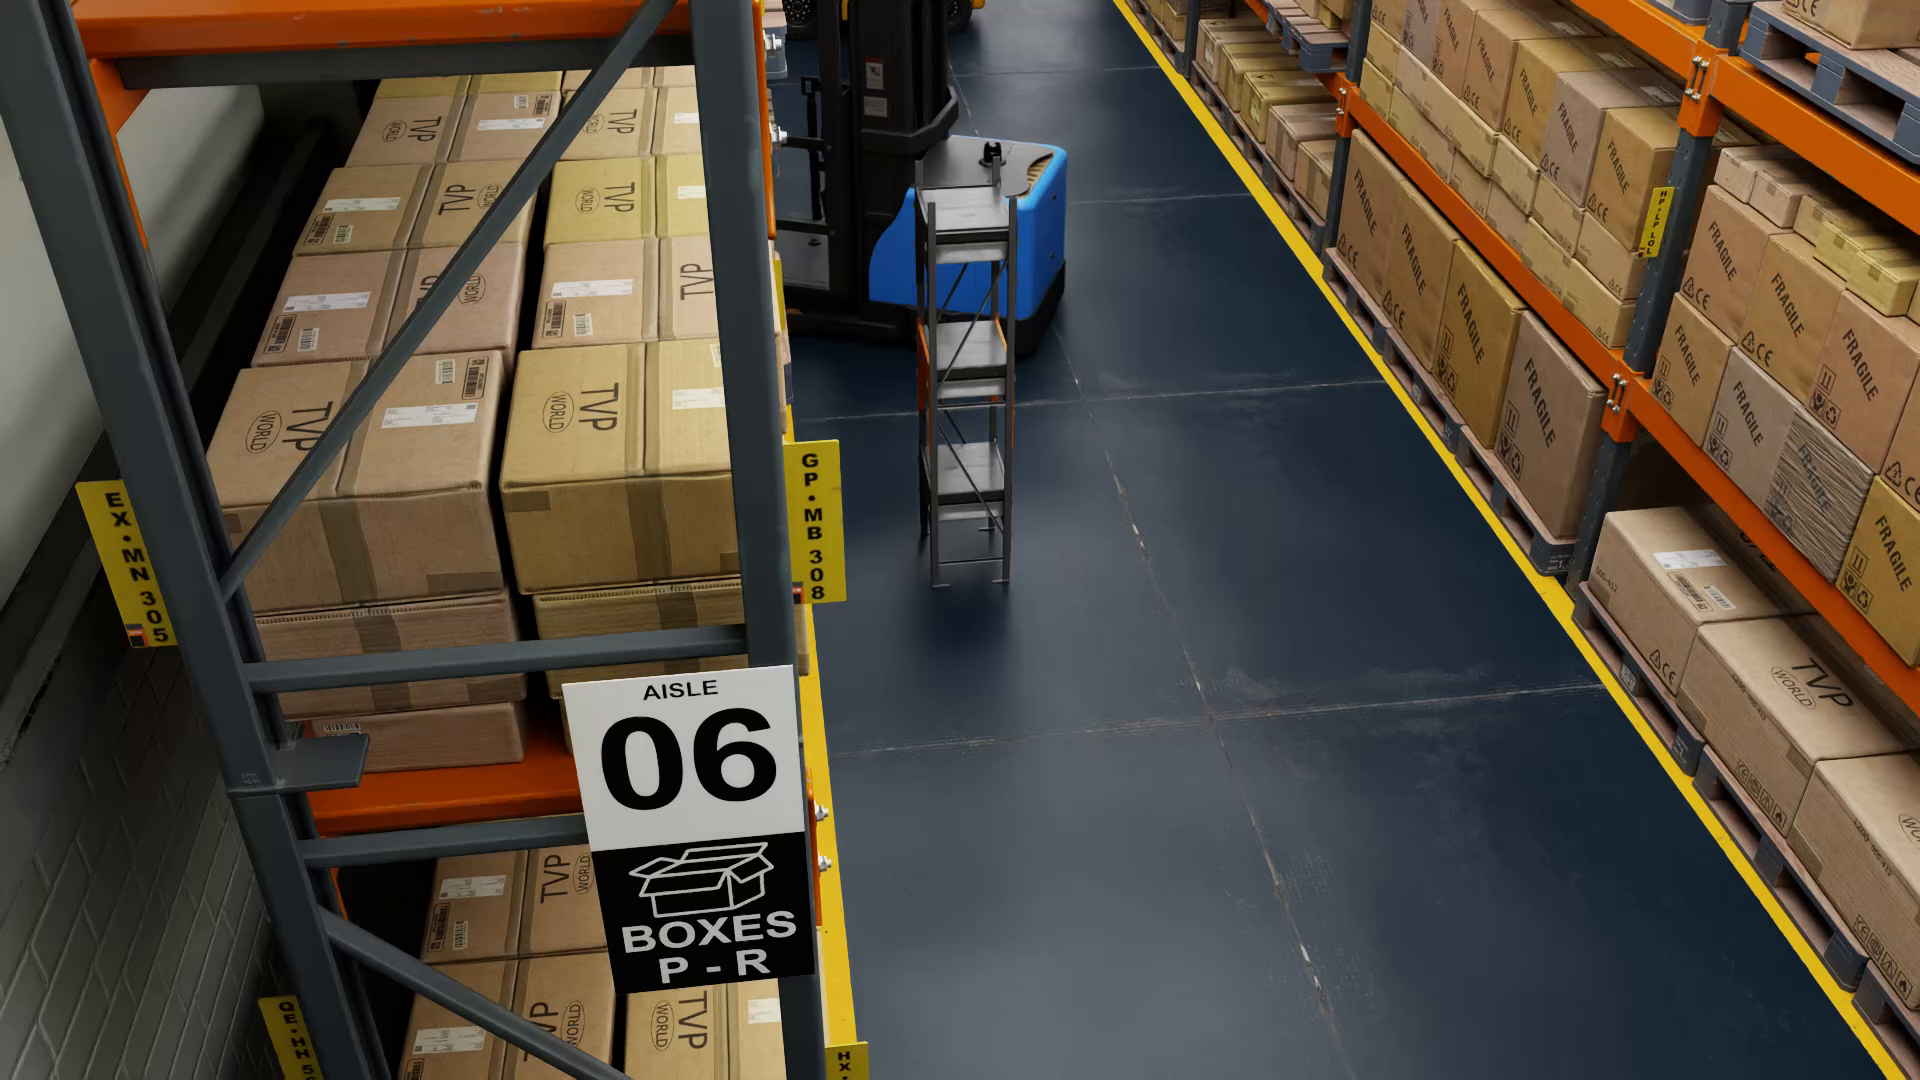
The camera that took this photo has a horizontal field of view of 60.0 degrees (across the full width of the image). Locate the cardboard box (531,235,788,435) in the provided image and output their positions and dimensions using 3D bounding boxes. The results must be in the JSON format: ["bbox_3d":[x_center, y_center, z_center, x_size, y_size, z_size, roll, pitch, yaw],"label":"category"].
[{"bbox_3d":[-0.646,-0.442,3.626,0.500,0.250,0.500,-5,35,-7],"label":"cardboard box"}]

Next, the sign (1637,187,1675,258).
[{"bbox_3d":[3.058,-1.393,7.301,0.100,0.325,0.005,-4,35,-6],"label":"sign"}]

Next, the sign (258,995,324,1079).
[{"bbox_3d":[-1.338,1.038,3.383,0.100,0.325,0.005,-4,35,-6],"label":"sign"}]

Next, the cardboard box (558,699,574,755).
[{"bbox_3d":[-0.598,0.285,3.356,0.380,0.149,0.250,-4,34,-5],"label":"cardboard box"}]

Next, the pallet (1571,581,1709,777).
[{"bbox_3d":[3.619,0.589,7.827,1.003,0.211,1.213,-4,35,-6],"label":"pallet"}]

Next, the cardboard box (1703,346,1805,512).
[{"bbox_3d":[3.462,-0.472,6.819,0.500,0.500,0.500,-4,34,-6],"label":"cardboard box"}]

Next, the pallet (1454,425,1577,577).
[{"bbox_3d":[3.416,-0.266,9.082,1.003,0.211,1.213,-4,35,-6],"label":"pallet"}]

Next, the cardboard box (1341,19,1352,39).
[{"bbox_3d":[2.779,-3.461,11.143,0.380,0.149,0.250,-3,34,-5],"label":"cardboard box"}]

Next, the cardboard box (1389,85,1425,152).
[{"bbox_3d":[2.959,-2.587,10.144,0.500,0.250,0.500,-5,35,-8],"label":"cardboard box"}]

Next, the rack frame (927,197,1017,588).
[{"bbox_3d":[0.055,-0.639,7.952,0.400,2.100,0.015,-4,35,-6],"label":"rack frame"}]

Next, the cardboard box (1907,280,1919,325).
[{"bbox_3d":[3.601,-0.811,5.853,0.380,0.149,0.250,-4,35,-7],"label":"cardboard box"}]

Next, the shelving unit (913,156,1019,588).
[{"bbox_3d":[0.022,-0.775,8.152,0.431,2.100,0.503,-4,35,-6],"label":"shelving unit"}]

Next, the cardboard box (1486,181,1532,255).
[{"bbox_3d":[3.168,-1.730,8.887,0.500,0.250,0.500,-5,35,-8],"label":"cardboard box"}]

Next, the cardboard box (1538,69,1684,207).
[{"bbox_3d":[3.208,-1.967,8.124,0.500,0.500,0.500,-4,34,-5],"label":"cardboard box"}]

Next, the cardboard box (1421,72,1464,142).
[{"bbox_3d":[3.003,-2.501,9.575,0.500,0.250,0.500,-4,35,-7],"label":"cardboard box"}]

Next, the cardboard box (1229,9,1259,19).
[{"bbox_3d":[2.707,-4.845,15.393,0.500,0.250,0.500,-6,35,-9],"label":"cardboard box"}]

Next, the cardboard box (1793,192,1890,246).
[{"bbox_3d":[3.506,-1.239,6.481,0.380,0.149,0.250,-5,35,-7],"label":"cardboard box"}]

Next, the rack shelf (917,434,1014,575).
[{"bbox_3d":[0.022,-0.186,8.554,0.431,0.518,0.480,-4,35,-6],"label":"rack shelf"}]

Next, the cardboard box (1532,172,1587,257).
[{"bbox_3d":[3.220,-1.644,8.317,0.500,0.250,0.500,-4,34,-5],"label":"cardboard box"}]

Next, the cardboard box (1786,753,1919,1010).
[{"bbox_3d":[3.813,1.253,6.279,0.875,0.438,0.875,-3,34,-5],"label":"cardboard box"}]

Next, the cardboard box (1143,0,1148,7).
[{"bbox_3d":[2.027,-5.385,16.186,0.500,0.250,0.500,-4,34,-6],"label":"cardboard box"}]

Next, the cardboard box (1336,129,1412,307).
[{"bbox_3d":[3.067,-2.130,10.854,0.875,0.875,0.875,-5,35,-7],"label":"cardboard box"}]

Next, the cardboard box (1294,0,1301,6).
[{"bbox_3d":[2.567,-3.883,11.763,0.380,0.149,0.250,-6,35,-9],"label":"cardboard box"}]

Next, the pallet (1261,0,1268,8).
[{"bbox_3d":[2.750,-4.248,12.619,1.003,0.211,1.213,-4,35,-6],"label":"pallet"}]

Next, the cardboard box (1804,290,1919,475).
[{"bbox_3d":[3.538,-0.595,6.112,0.500,0.500,0.500,-4,34,-5],"label":"cardboard box"}]

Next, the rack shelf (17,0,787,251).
[{"bbox_3d":[-1.055,-1.680,3.995,1.077,0.370,4.000,-4,35,-6],"label":"rack shelf"}]

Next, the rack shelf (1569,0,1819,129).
[{"bbox_3d":[3.325,-3.052,8.669,1.077,0.370,4.000,-4,35,-6],"label":"rack shelf"}]

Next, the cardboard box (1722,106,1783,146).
[{"bbox_3d":[3.820,-1.715,7.756,0.500,0.500,0.500,-4,34,-6],"label":"cardboard box"}]

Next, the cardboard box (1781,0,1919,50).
[{"bbox_3d":[3.465,-2.145,6.149,0.500,0.500,0.500,-4,34,-6],"label":"cardboard box"}]

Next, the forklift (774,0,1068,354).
[{"bbox_3d":[-0.869,-2.827,10.424,3.031,2.935,1.130,9,35,13],"label":"forklift"}]

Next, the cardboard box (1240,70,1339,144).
[{"bbox_3d":[2.787,-3.464,13.259,0.950,0.372,0.625,-3,34,-5],"label":"cardboard box"}]

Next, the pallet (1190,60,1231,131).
[{"bbox_3d":[2.625,-3.871,14.372,1.003,0.211,1.213,-4,35,-6],"label":"pallet"}]

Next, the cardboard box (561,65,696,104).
[{"bbox_3d":[-0.881,-1.293,4.874,0.500,0.250,0.500,-4,34,-6],"label":"cardboard box"}]

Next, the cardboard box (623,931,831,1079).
[{"bbox_3d":[-0.580,1.282,4.203,0.500,0.250,0.500,-4,34,-6],"label":"cardboard box"}]

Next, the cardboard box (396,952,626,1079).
[{"bbox_3d":[-1.111,1.319,4.149,0.500,0.250,0.500,-3,34,-5],"label":"cardboard box"}]

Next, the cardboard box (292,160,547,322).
[{"bbox_3d":[-1.271,-0.695,3.996,0.500,0.250,0.500,-4,34,-6],"label":"cardboard box"}]

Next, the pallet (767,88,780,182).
[{"bbox_3d":[-1.701,-2.396,9.901,1.213,0.211,1.003,-4,35,-6],"label":"pallet"}]

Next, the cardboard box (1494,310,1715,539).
[{"bbox_3d":[3.432,-0.629,8.652,0.875,0.875,0.875,-3,34,-5],"label":"cardboard box"}]

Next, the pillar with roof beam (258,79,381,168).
[{"bbox_3d":[2.143,-2.964,5.237,9.100,9.000,0.400,-4,35,-6],"label":"pillar with roof beam"}]

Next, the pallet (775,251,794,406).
[{"bbox_3d":[-1.323,-0.991,7.839,1.003,0.211,1.213,-4,35,-6],"label":"pallet"}]

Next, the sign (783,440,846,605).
[{"bbox_3d":[-0.248,-0.025,2.813,0.100,0.325,0.005,-4,35,-6],"label":"sign"}]

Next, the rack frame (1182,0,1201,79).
[{"bbox_3d":[2.518,-5.458,14.224,1.000,3.000,0.127,-4,35,-6],"label":"rack frame"}]

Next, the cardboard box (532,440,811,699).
[{"bbox_3d":[-0.575,0.048,3.351,0.500,0.250,0.500,-5,35,-7],"label":"cardboard box"}]

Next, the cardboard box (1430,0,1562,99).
[{"bbox_3d":[3.011,-2.821,9.377,0.500,0.500,0.500,-3,34,-5],"label":"cardboard box"}]

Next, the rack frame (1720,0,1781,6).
[{"bbox_3d":[3.594,-3.473,5.984,1.000,3.000,0.127,-4,35,-6],"label":"rack frame"}]

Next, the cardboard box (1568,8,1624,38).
[{"bbox_3d":[3.583,-2.565,9.003,0.500,0.500,0.500,-5,35,-7],"label":"cardboard box"}]
